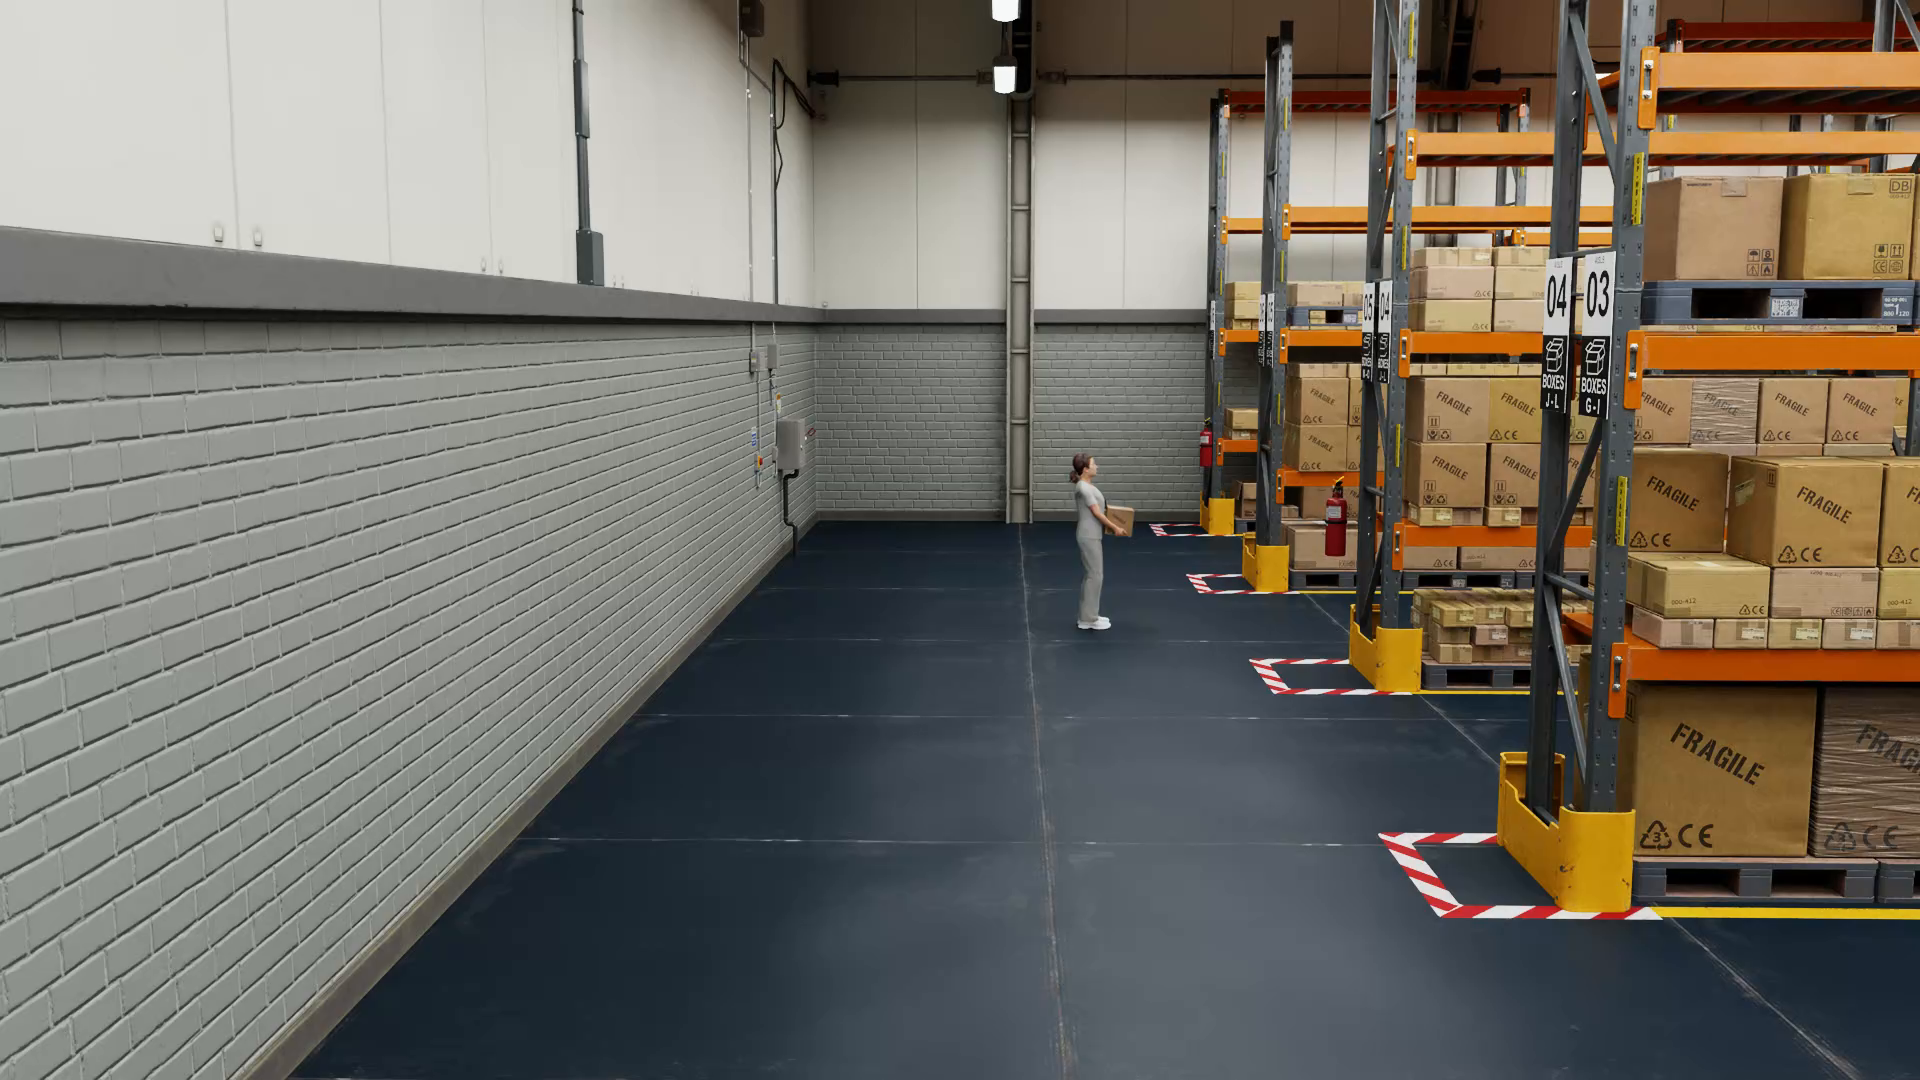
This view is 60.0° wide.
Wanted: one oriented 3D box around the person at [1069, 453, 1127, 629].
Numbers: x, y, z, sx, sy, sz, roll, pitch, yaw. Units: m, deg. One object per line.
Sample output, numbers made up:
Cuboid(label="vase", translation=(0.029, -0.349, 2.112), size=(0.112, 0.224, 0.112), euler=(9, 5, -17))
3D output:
Cuboid(label="person", translation=(1.302, 0.006, 15.809), size=(0.554, 1.655, 0.437), euler=(0, 7, 2))
